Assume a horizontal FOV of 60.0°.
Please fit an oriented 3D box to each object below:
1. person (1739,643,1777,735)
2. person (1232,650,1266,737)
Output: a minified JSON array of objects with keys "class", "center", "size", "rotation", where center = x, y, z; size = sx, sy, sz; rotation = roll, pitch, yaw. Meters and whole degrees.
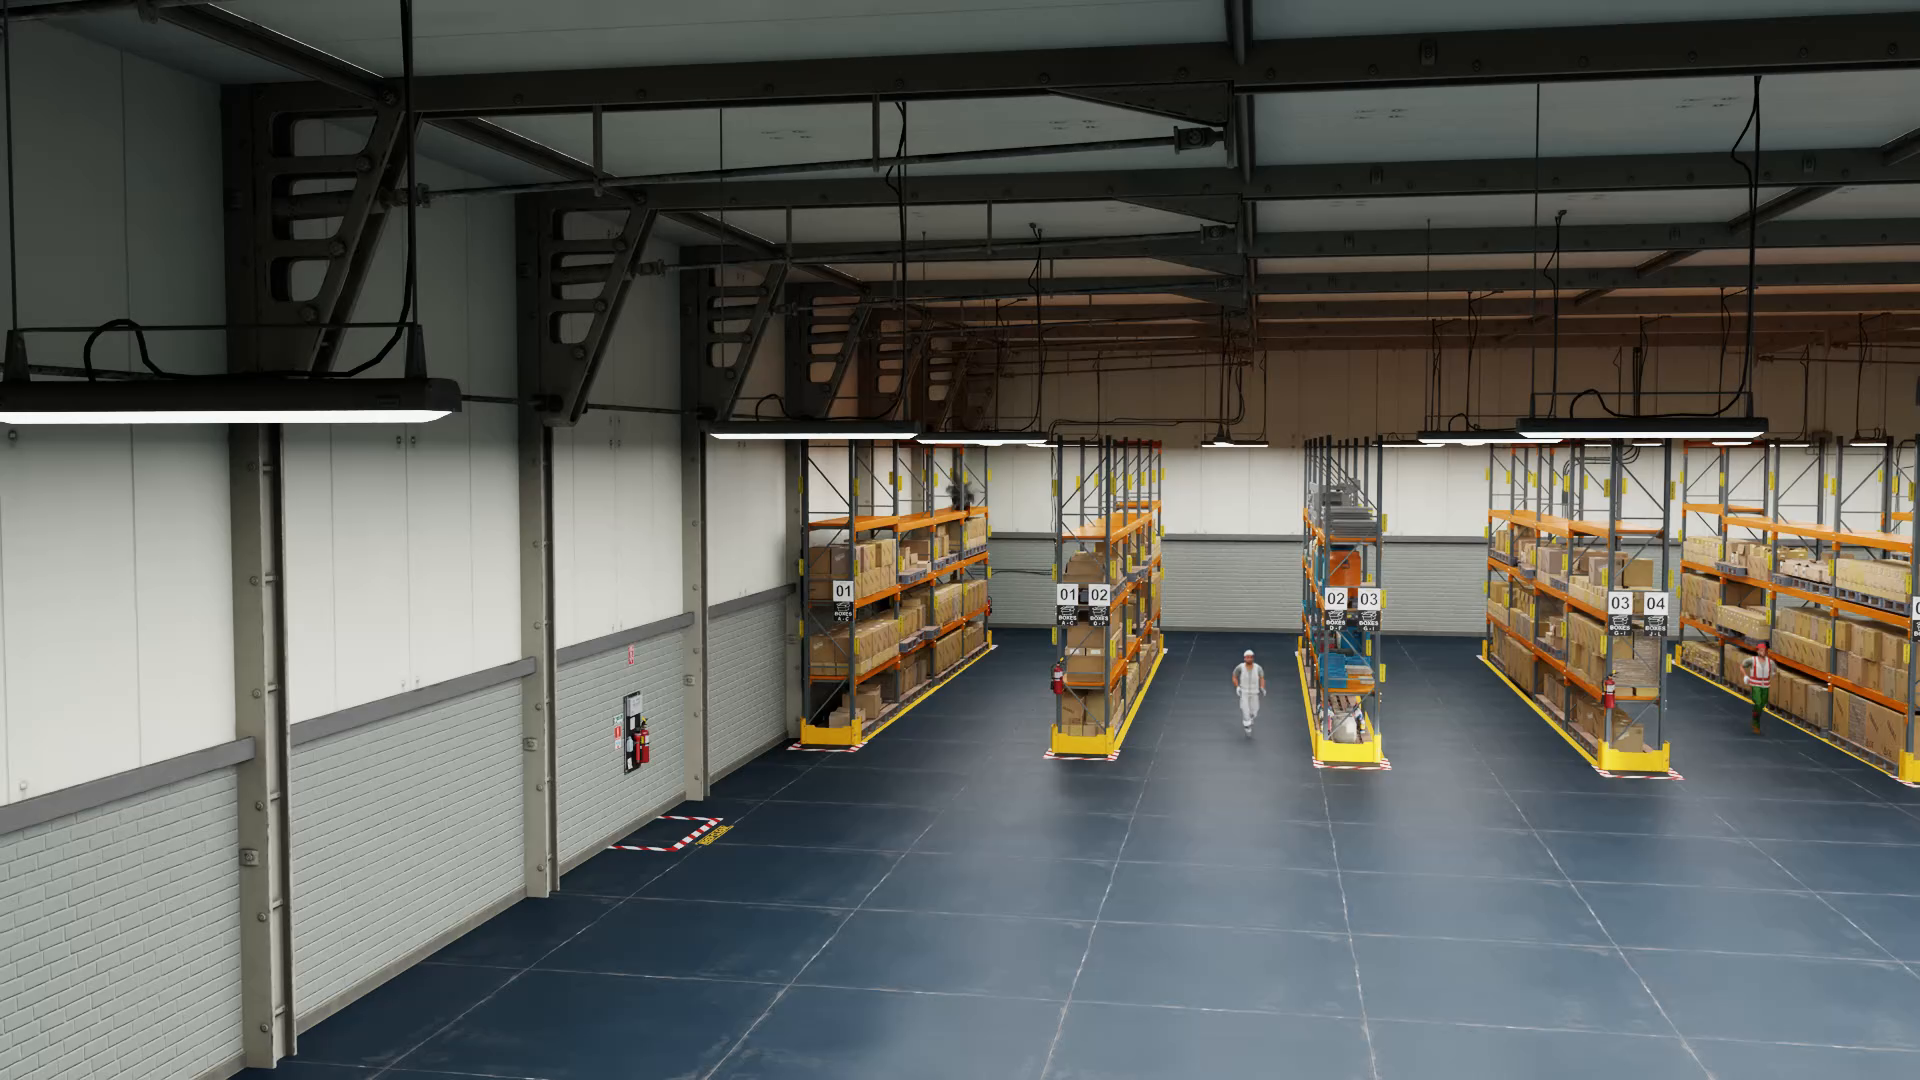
[{"class":"person","center":[16.206,3.013,33.690],"size":[0.632,1.845,0.784],"rotation":[0,3,2]},{"class":"person","center":[5.773,3.057,33.352],"size":[0.638,1.734,0.653],"rotation":[0,3,1]}]
